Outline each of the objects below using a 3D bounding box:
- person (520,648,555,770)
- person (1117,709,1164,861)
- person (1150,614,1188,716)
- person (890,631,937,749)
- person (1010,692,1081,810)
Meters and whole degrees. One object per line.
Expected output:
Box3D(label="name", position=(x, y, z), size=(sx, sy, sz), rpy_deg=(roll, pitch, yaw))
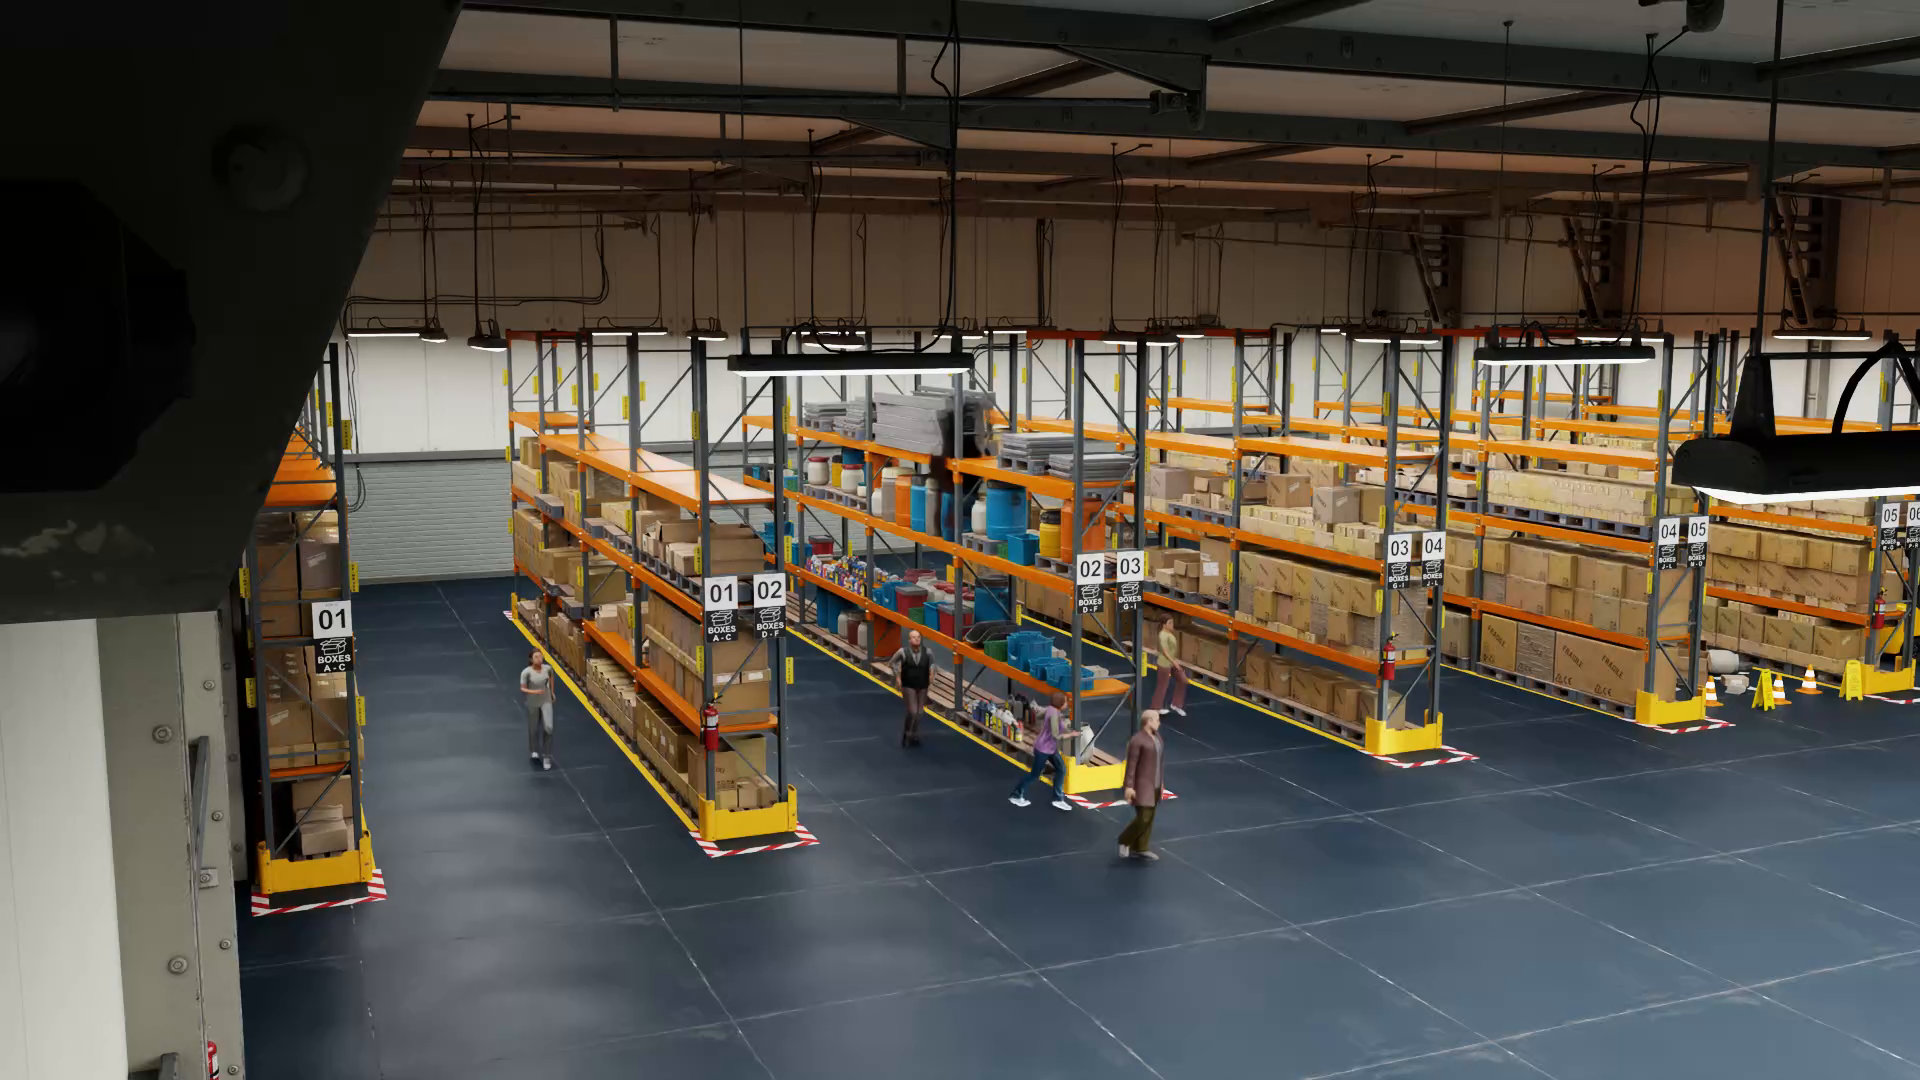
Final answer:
Box3D(label="person", position=(-5.906, 2.346, 23.307), size=(0.504, 1.713, 0.817), rpy_deg=(-3, 8, -22))
Box3D(label="person", position=(2.098, 2.837, 19.259), size=(0.521, 1.770, 0.669), rpy_deg=(6, 10, 36))
Box3D(label="person", position=(3.246, 1.973, 26.056), size=(0.596, 1.679, 0.619), rpy_deg=(4, 9, 27))
Box3D(label="person", position=(-0.648, 2.184, 24.355), size=(0.664, 1.736, 0.720), rpy_deg=(-3, 8, -20))
Box3D(label="person", position=(1.088, 2.691, 21.166), size=(0.905, 1.568, 0.534), rpy_deg=(2, 8, 11))
